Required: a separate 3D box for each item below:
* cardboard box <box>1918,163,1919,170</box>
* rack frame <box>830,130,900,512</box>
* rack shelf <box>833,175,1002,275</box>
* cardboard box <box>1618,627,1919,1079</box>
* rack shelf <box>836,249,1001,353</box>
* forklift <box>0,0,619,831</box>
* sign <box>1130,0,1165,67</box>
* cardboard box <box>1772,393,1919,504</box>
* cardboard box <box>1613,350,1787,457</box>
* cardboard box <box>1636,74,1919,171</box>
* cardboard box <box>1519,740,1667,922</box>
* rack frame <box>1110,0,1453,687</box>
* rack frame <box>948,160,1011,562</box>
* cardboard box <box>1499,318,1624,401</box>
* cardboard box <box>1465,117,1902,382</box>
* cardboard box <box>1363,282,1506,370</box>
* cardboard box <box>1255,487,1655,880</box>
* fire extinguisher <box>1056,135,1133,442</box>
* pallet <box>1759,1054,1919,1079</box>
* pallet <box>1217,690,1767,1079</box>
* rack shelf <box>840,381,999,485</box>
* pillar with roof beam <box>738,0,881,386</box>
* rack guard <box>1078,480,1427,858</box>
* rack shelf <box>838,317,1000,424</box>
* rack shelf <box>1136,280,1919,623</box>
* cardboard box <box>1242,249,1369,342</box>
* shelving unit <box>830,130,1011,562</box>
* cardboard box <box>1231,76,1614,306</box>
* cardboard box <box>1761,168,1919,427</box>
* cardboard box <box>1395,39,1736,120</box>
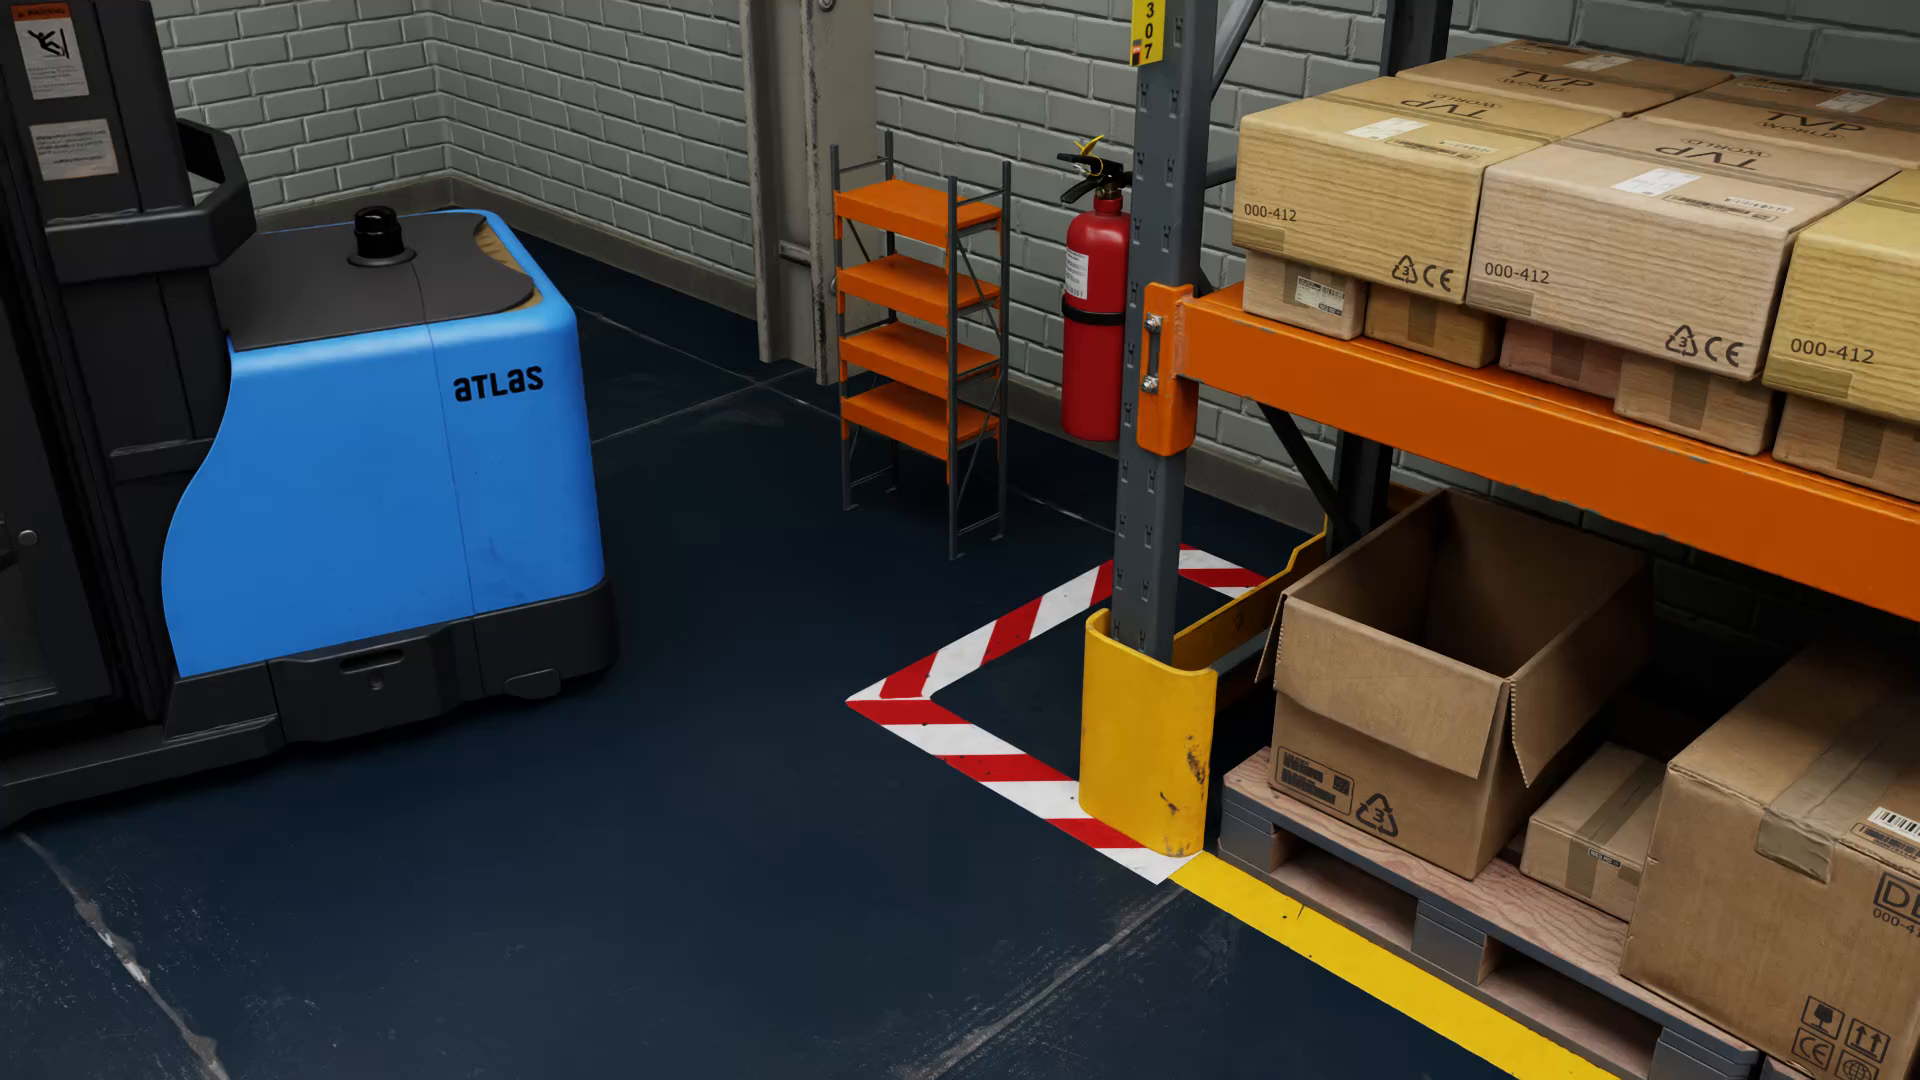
[{"bbox_3d":[1.969,-0.525,2.867,0.500,0.250,0.500,-24,36,-38],"label":"cardboard box"},{"bbox_3d":[-0.292,-0.665,5.225,0.015,1.200,0.240,25,36,38],"label":"rack frame"},{"bbox_3d":[-0.118,-0.933,4.891,0.480,0.148,0.258,25,36,38],"label":"rack shelf"},{"bbox_3d":[1.691,0.590,3.140,0.700,0.500,0.500,-24,36,-37],"label":"cardboard box"},{"bbox_3d":[-0.118,-0.724,5.001,0.480,0.148,0.258,25,36,38],"label":"rack shelf"},{"bbox_3d":[-2.483,-0.817,3.654,3.031,2.935,1.130,-12,30,-22],"label":"forklift"},{"bbox_3d":[0.358,-1.057,3.107,0.005,0.325,0.100,25,36,38],"label":"sign"},{"bbox_3d":[1.537,-0.215,2.706,0.380,0.149,0.250,-25,36,-38],"label":"cardboard box"},{"bbox_3d":[1.344,-0.300,2.867,0.380,0.149,0.250,-24,36,-38],"label":"cardboard box"},{"bbox_3d":[1.620,-0.688,3.178,0.500,0.250,0.500,25,36,39],"label":"cardboard box"},{"bbox_3d":[1.384,0.605,3.489,0.250,0.149,0.380,23,35,37],"label":"cardboard box"},{"bbox_3d":[0.739,-0.854,3.651,0.127,3.000,1.000,25,36,38],"label":"rack frame"},{"bbox_3d":[0.056,-0.505,4.922,0.015,1.200,0.240,25,36,38],"label":"rack frame"},{"bbox_3d":[1.206,-0.402,3.062,0.250,0.149,0.380,24,36,38],"label":"cardboard box"},{"bbox_3d":[1.233,-0.517,2.852,0.500,0.250,0.500,-25,37,-39],"label":"cardboard box"},{"bbox_3d":[0.995,-0.477,3.203,0.380,0.149,0.250,-24,36,-38],"label":"cardboard box"},{"bbox_3d":[1.108,0.296,3.695,0.637,0.503,0.797,23,35,37],"label":"cardboard box"},{"bbox_3d":[0.310,-0.549,3.555,0.183,0.674,0.296,25,36,38],"label":"fire extinguisher"},{"bbox_3d":[2.228,1.063,3.002,1.213,0.211,1.003,25,36,38],"label":"pallet"},{"bbox_3d":[1.362,0.665,3.758,1.213,0.211,1.003,25,36,38],"label":"pallet"},{"bbox_3d":[-0.118,-0.350,5.197,0.480,0.148,0.258,25,36,38],"label":"rack shelf"},{"bbox_3d":[-3.570,-3.259,1.779,0.400,9.000,9.100,25,36,38],"label":"pillar with roof beam"},{"bbox_3d":[0.793,0.277,4.185,0.348,0.500,1.175,25,36,38],"label":"rack guard"},{"bbox_3d":[-0.118,-0.526,5.105,0.480,0.148,0.258,25,36,38],"label":"rack shelf"},{"bbox_3d":[2.165,0.117,2.577,4.000,0.370,1.077,25,36,38],"label":"rack shelf"},{"bbox_3d":[0.781,-0.544,3.332,0.250,0.149,0.380,24,36,38],"label":"cardboard box"},{"bbox_3d":[-0.118,-0.585,5.073,0.503,1.200,0.258,25,36,38],"label":"shelving unit"},{"bbox_3d":[0.873,-0.682,3.165,0.500,0.250,0.500,25,37,39],"label":"cardboard box"},{"bbox_3d":[1.597,-0.353,2.540,0.500,0.250,0.500,24,36,37],"label":"cardboard box"},{"bbox_3d":[1.253,-0.857,3.498,0.500,0.250,0.500,-24,36,-38],"label":"cardboard box"}]
